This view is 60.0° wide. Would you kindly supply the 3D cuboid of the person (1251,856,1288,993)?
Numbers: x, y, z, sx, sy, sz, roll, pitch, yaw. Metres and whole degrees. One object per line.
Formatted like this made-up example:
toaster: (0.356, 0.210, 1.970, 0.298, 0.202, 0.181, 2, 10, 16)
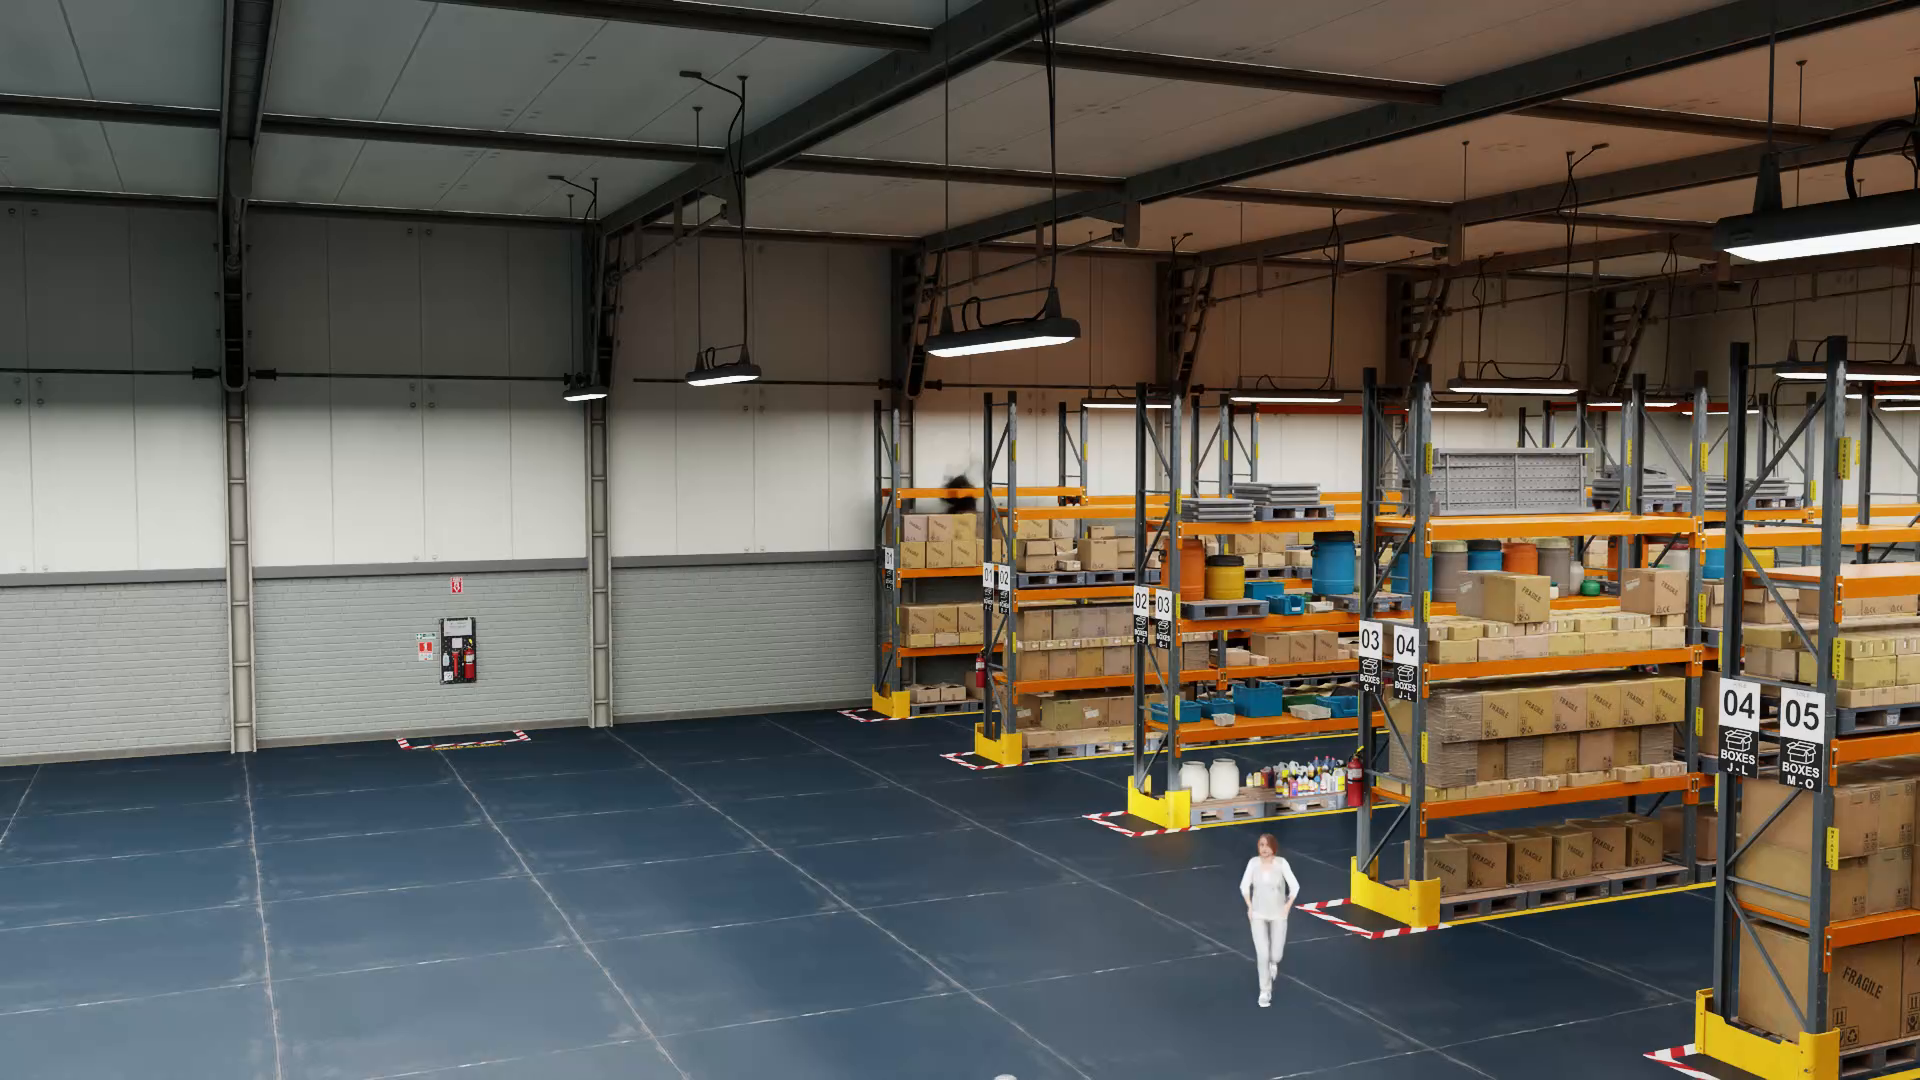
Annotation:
person: (2.875, 3.558, 15.453, 0.346, 1.273, 0.509, 1, 3, 16)
